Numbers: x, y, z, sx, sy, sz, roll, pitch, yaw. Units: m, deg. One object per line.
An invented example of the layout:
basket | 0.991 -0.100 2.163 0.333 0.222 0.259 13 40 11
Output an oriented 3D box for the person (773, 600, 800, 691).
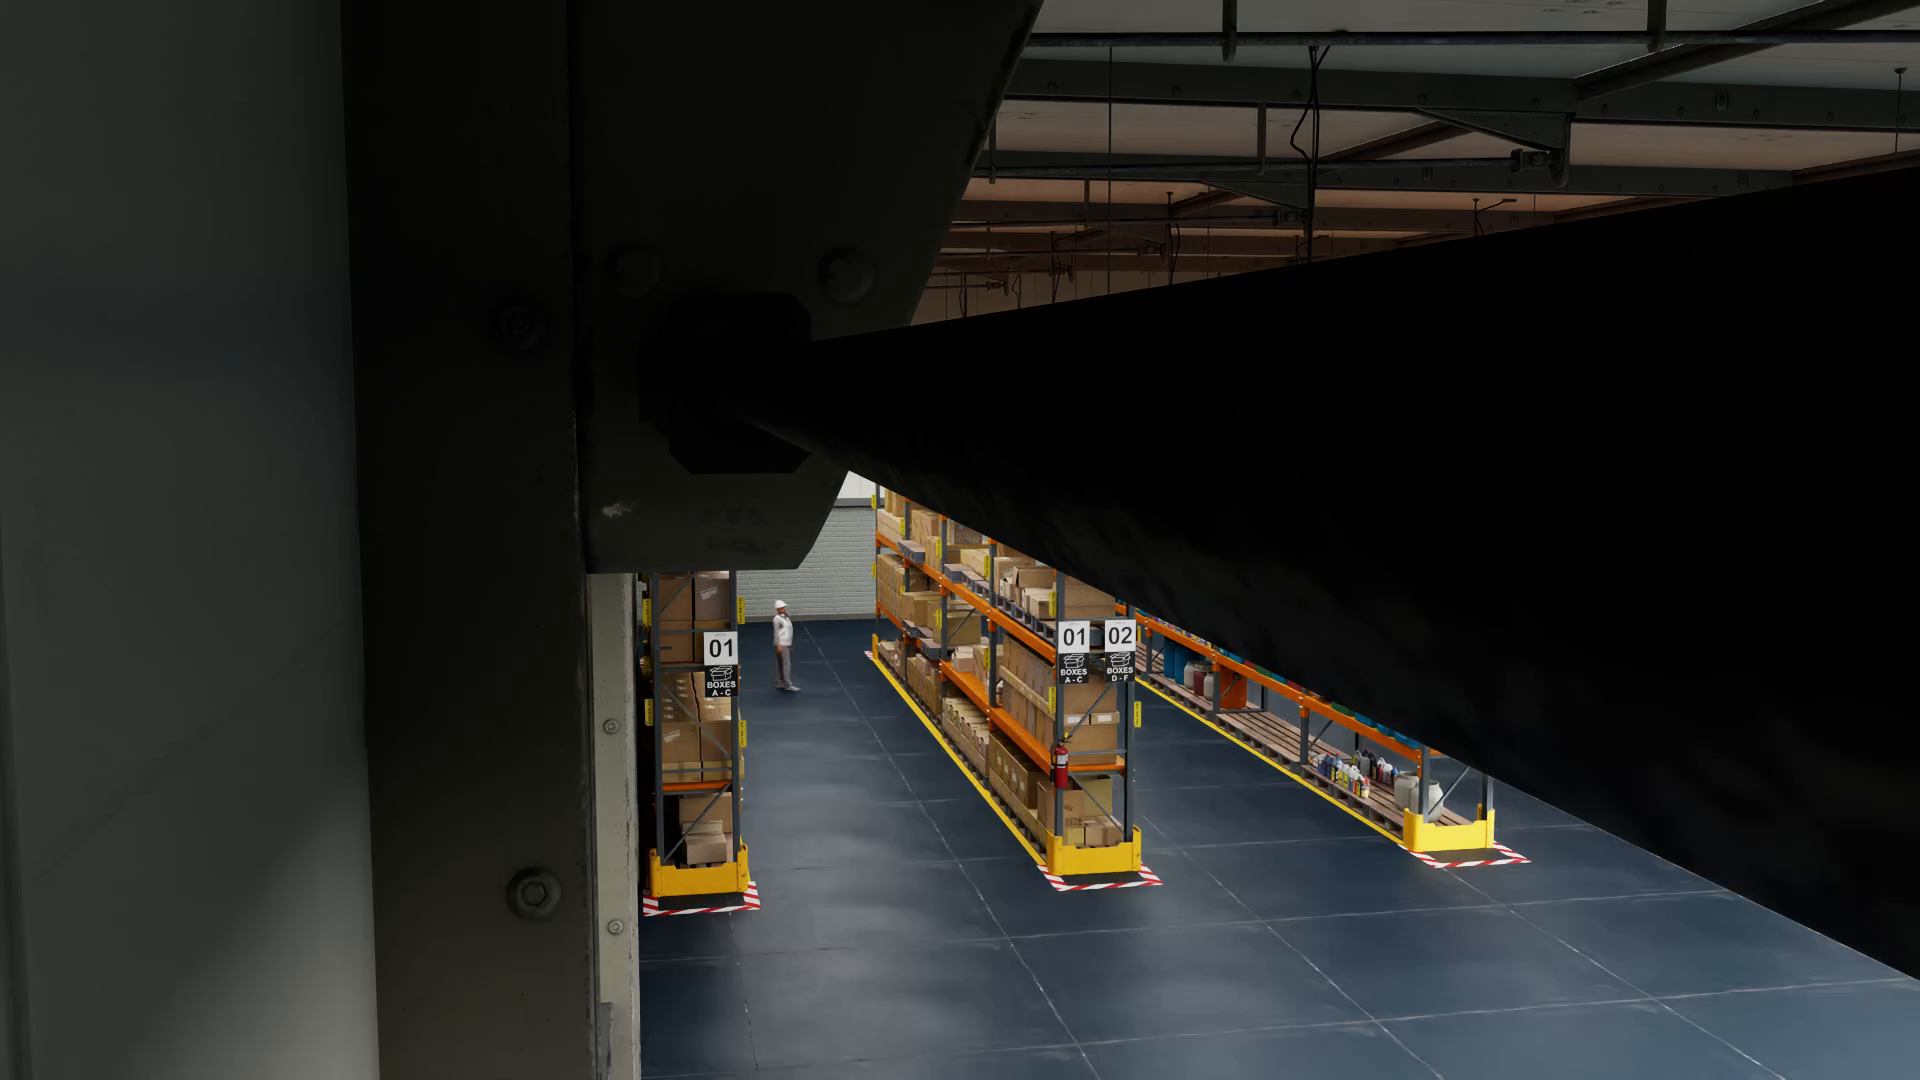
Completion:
person | -3.417 2.077 32.924 0.573 1.769 0.571 0 6 4
